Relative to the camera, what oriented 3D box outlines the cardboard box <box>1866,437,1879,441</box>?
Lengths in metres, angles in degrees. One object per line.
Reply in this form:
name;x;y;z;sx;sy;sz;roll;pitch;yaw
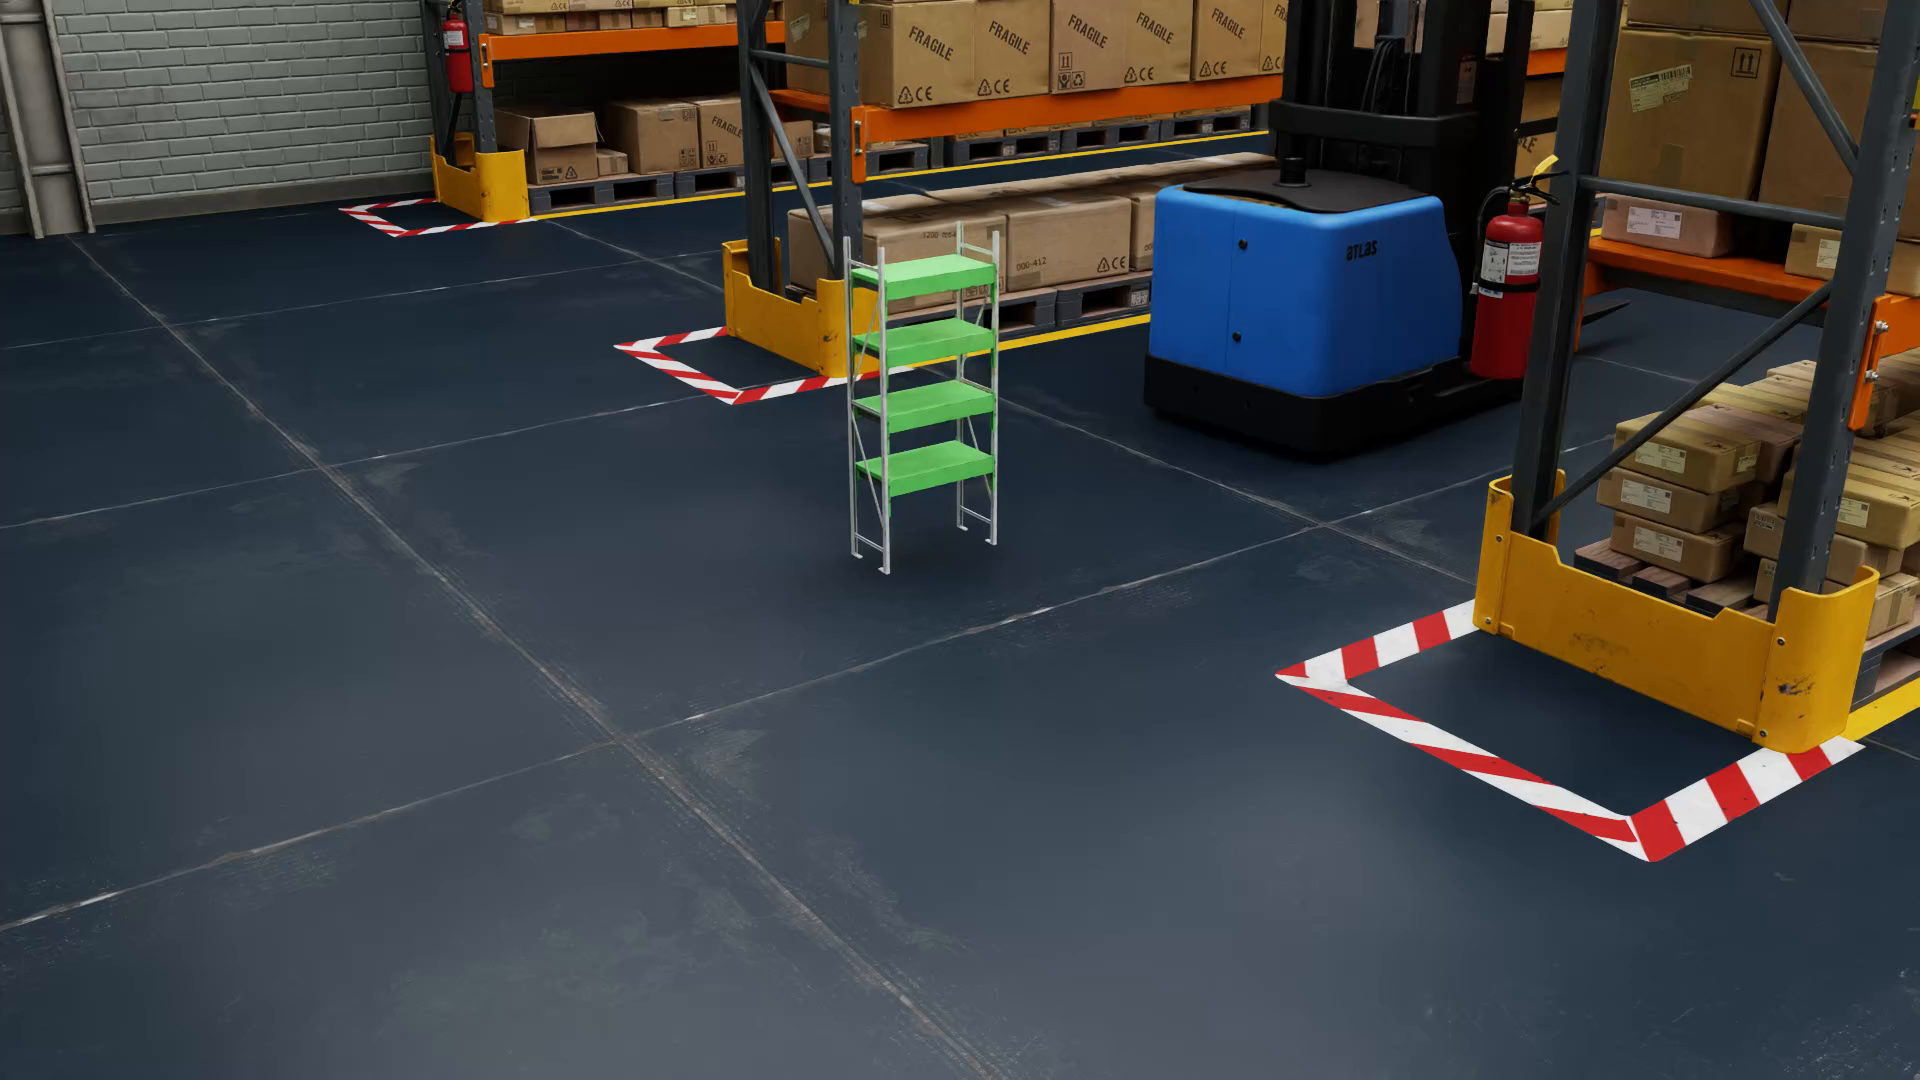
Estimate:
cardboard box;3.105;-0.306;5.995;0.250;0.149;0.380;-15;26;-33

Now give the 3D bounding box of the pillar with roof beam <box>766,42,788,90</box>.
pillar with roof beam;0.939;-6.394;10.278;0.400;9.000;9.100;-15;26;-33

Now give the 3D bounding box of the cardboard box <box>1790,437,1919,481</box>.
cardboard box;2.921;-0.211;5.355;0.250;0.149;0.380;-14;26;-32

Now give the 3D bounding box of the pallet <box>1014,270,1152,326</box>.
pallet;0.764;-1.588;10.092;1.213;0.211;1.003;-15;26;-33

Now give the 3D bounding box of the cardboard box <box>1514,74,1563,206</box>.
cardboard box;3.604;-2.854;11.802;0.875;0.875;0.875;-14;26;-31

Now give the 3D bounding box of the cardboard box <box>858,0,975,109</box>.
cardboard box;-0.271;-2.488;8.449;0.500;0.500;0.500;-15;26;-33

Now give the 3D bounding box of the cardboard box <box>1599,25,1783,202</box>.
cardboard box;2.359;-1.316;5.111;0.500;0.500;0.500;-14;26;-32

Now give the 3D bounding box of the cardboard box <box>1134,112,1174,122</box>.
cardboard box;1.710;-4.307;15.948;0.500;0.500;0.500;-14;25;-31

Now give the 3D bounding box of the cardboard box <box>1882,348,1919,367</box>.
cardboard box;3.707;-0.627;6.398;0.250;0.149;0.380;-15;26;-33

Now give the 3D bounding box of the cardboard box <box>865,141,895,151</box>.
cardboard box;-0.764;-3.444;14.261;0.250;0.149;0.380;-16;27;-34

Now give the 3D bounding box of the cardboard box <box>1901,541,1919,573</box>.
cardboard box;2.975;-0.044;5.339;0.250;0.149;0.380;-15;26;-33

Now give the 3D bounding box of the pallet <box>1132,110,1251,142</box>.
pallet;2.135;-4.203;16.644;1.213;0.211;1.003;-15;26;-33

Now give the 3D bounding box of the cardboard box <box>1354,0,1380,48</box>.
cardboard box;2.191;-3.159;10.131;0.500;0.500;0.500;-15;26;-32

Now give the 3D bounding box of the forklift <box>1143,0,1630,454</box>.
forklift;2.300;-2.176;7.894;3.031;2.935;1.130;-18;28;-38

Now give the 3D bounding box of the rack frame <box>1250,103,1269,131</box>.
rack frame;2.763;-5.648;16.504;0.127;3.000;1.000;-15;26;-33

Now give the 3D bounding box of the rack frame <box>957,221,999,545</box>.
rack frame;0.064;-0.574;6.217;0.015;1.200;0.240;-15;26;-33

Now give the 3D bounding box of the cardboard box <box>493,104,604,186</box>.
cardboard box;-3.179;-3.056;12.810;0.637;0.503;0.797;-16;27;-35

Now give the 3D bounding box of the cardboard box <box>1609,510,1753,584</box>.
cardboard box;2.450;-0.004;5.640;0.250;0.149;0.380;-14;26;-32

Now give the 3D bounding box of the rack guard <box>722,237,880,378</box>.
rack guard;-0.848;-1.258;8.874;0.348;0.500;1.175;-15;26;-33

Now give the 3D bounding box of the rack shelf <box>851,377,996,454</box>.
rack shelf;-0.134;-0.462;6.108;0.480;0.148;0.258;-15;26;-33

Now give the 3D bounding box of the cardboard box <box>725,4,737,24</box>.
cardboard box;-1.858;-4.192;13.194;0.250;0.149;0.380;-15;26;-33

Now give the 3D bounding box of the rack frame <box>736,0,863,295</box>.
rack frame;-0.829;-2.424;8.424;0.127;3.000;1.000;-15;26;-33

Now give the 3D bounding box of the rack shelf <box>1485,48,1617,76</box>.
rack shelf;4.042;-3.389;11.812;4.000;0.370;1.077;-15;26;-33

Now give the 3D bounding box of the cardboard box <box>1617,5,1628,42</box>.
cardboard box;4.583;-3.679;11.771;0.500;0.250;0.500;-15;26;-33

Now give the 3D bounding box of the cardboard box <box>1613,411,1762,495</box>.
cardboard box;2.426;-0.295;5.565;0.250;0.149;0.380;-15;26;-32

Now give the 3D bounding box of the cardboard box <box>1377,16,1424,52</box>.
cardboard box;2.930;-3.236;10.661;0.500;0.250;0.500;-16;27;-34

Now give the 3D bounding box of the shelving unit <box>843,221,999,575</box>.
shelving unit;-0.134;-0.521;6.084;0.503;1.200;0.258;-15;26;-33

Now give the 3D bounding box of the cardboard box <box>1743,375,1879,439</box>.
cardboard box;3.047;-0.463;5.987;0.250;0.149;0.380;-16;27;-35

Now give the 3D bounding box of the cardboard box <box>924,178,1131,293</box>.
cardboard box;0.387;-1.803;9.757;0.875;0.438;0.875;-14;26;-31

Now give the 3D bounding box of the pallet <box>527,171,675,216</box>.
pallet;-3.022;-2.811;13.156;1.213;0.211;1.003;-15;26;-33

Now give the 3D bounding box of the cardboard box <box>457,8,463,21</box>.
cardboard box;-3.618;-3.952;12.593;0.250;0.149;0.380;-15;26;-33

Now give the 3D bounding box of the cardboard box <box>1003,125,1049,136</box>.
cardboard box;0.467;-3.972;15.109;0.500;0.500;0.500;-15;26;-34

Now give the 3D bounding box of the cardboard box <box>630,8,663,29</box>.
cardboard box;-2.478;-4.020;12.763;0.250;0.149;0.380;-14;26;-32

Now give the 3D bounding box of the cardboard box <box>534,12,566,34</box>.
cardboard box;-3.124;-3.858;12.355;0.250;0.149;0.380;-14;26;-32

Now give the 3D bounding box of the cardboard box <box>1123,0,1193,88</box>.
cardboard box;0.943;-2.824;9.291;0.500;0.500;0.500;-14;26;-31

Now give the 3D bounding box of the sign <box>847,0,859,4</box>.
sign;-0.509;-2.695;7.827;0.005;0.325;0.100;-15;26;-33

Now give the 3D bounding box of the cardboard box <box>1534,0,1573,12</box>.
cardboard box;3.772;-3.685;11.113;0.500;0.250;0.500;-15;26;-32

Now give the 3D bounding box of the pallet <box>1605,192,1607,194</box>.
pallet;4.981;-2.713;12.910;1.213;0.211;1.003;-15;26;-33

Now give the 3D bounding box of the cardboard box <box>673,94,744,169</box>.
cardboard box;-1.975;-3.312;13.456;0.500;0.500;0.500;-14;26;-32

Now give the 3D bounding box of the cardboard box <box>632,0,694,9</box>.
cardboard box;-2.386;-4.222;12.731;0.500;0.250;0.500;-16;26;-34

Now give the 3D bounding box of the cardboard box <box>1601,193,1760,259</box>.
cardboard box;2.244;-0.996;5.183;0.250;0.149;0.380;-15;26;-33
